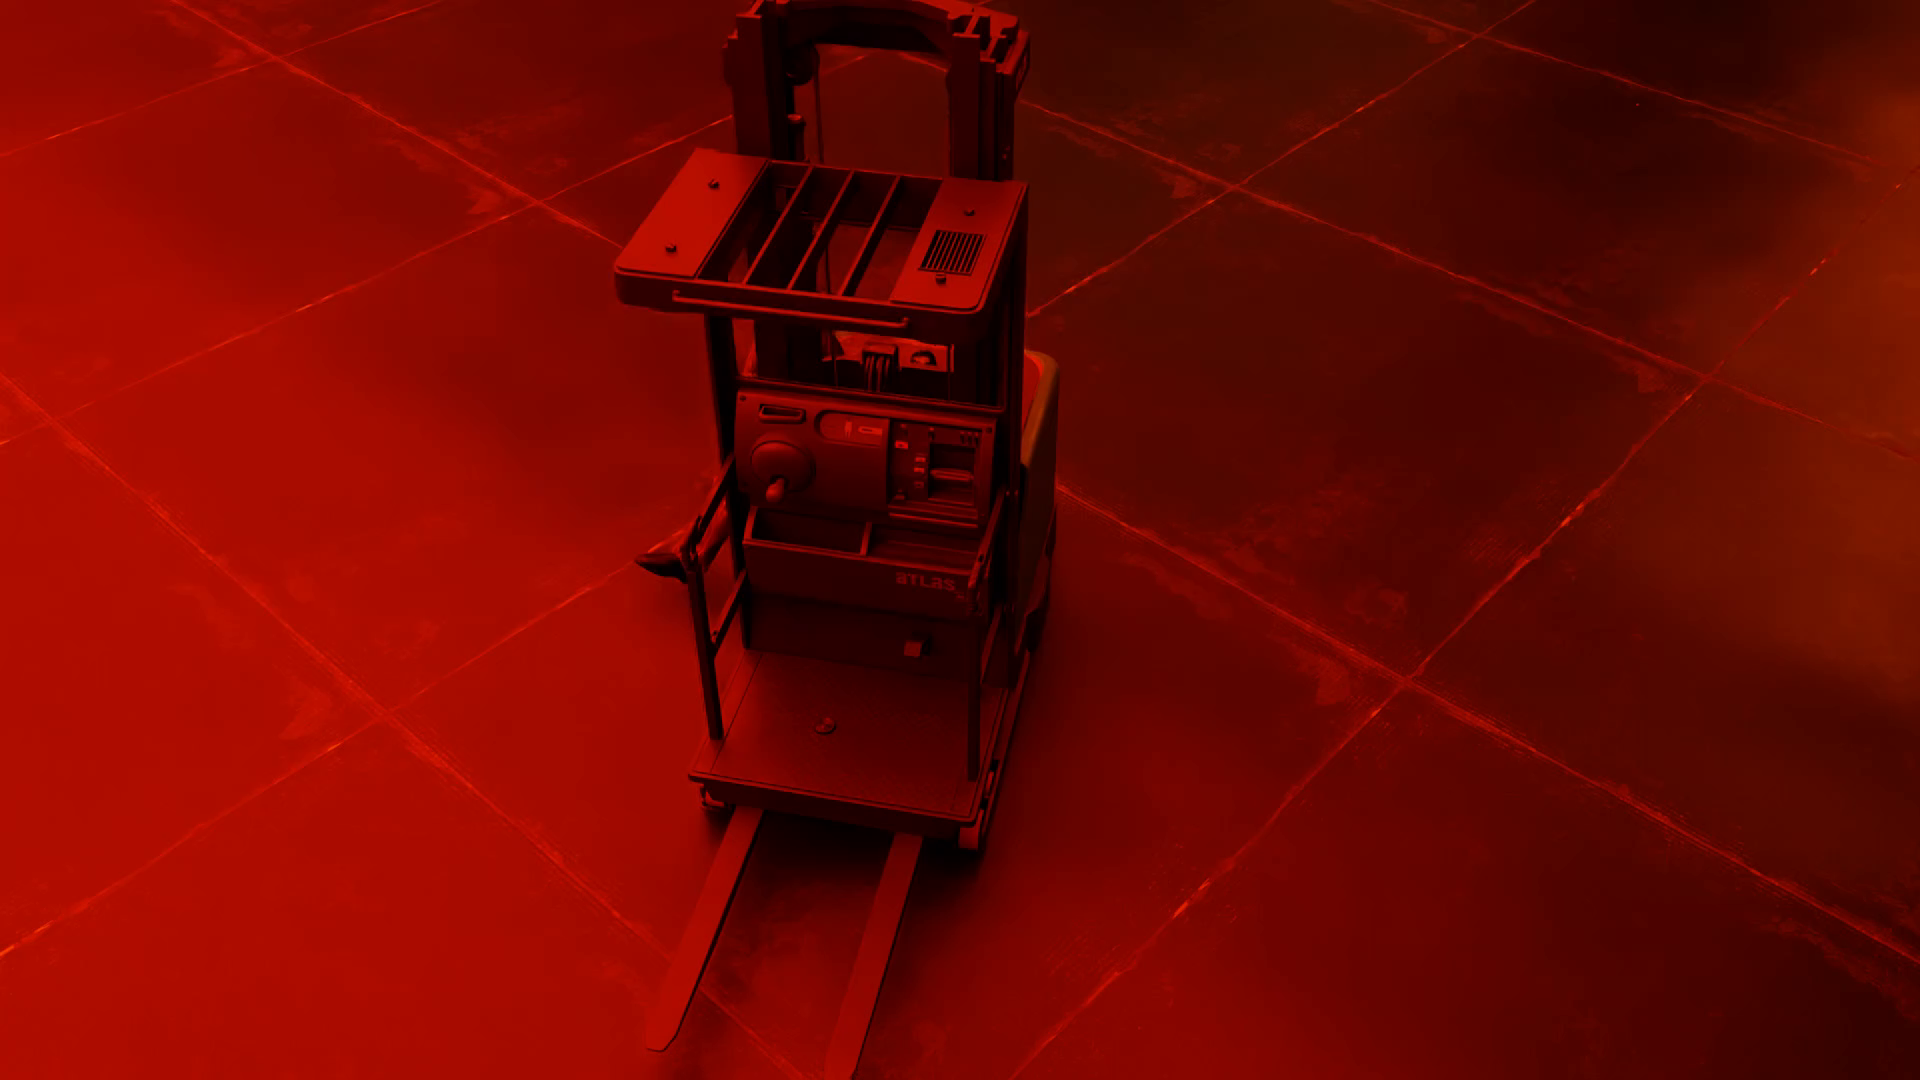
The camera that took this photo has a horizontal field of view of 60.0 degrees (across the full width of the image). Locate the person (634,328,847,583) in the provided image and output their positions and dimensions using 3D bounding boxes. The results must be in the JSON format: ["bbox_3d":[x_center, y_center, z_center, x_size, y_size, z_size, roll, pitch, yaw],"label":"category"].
[{"bbox_3d":[-0.821,-0.327,6.839,0.944,1.491,0.873,-25,47,-27],"label":"person"}]

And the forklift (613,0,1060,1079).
[{"bbox_3d":[-0.380,-0.207,5.670,1.130,2.935,3.031,8,41,9],"label":"forklift"}]
